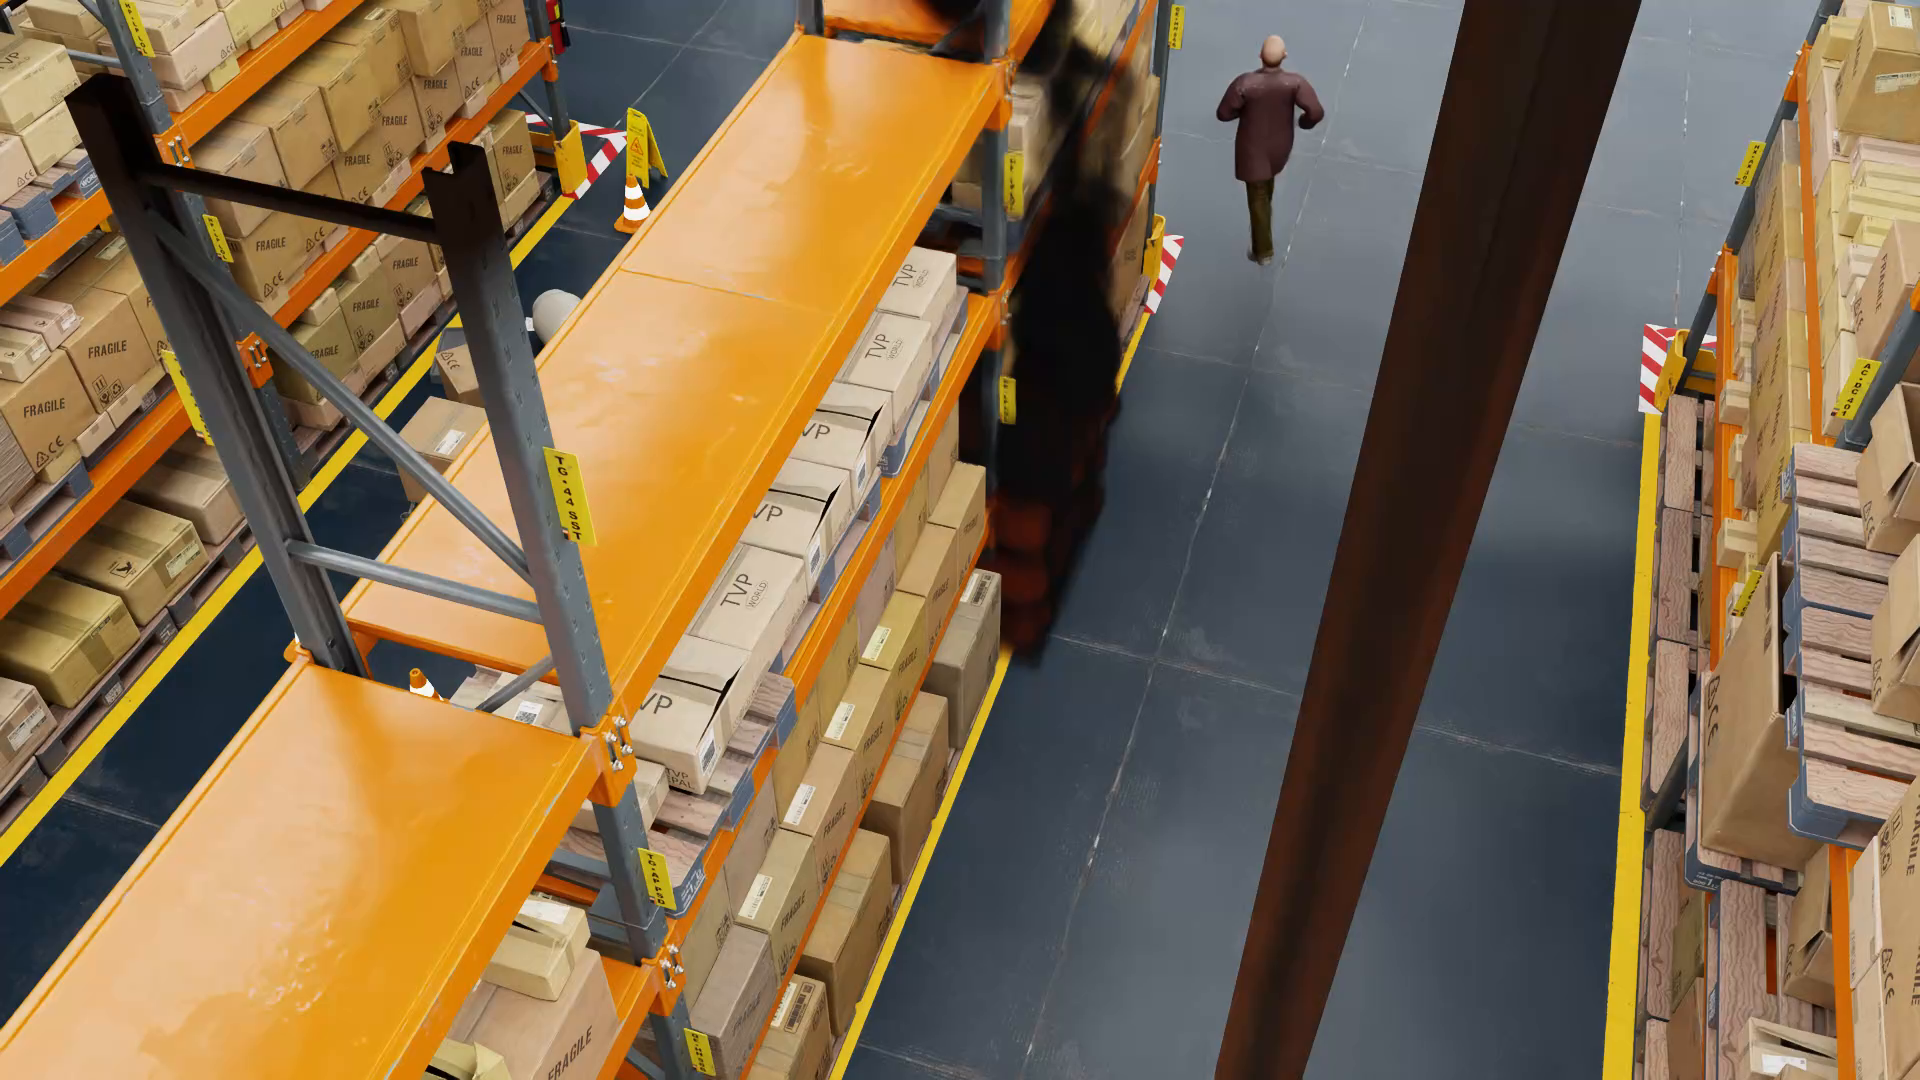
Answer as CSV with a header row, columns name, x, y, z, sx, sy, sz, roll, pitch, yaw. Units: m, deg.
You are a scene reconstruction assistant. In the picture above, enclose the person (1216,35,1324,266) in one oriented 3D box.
name,x,y,z,sx,sy,sz,roll,pitch,yaw
person,2.225,-2.860,12.319,0.734,1.860,0.756,-3,46,-3
